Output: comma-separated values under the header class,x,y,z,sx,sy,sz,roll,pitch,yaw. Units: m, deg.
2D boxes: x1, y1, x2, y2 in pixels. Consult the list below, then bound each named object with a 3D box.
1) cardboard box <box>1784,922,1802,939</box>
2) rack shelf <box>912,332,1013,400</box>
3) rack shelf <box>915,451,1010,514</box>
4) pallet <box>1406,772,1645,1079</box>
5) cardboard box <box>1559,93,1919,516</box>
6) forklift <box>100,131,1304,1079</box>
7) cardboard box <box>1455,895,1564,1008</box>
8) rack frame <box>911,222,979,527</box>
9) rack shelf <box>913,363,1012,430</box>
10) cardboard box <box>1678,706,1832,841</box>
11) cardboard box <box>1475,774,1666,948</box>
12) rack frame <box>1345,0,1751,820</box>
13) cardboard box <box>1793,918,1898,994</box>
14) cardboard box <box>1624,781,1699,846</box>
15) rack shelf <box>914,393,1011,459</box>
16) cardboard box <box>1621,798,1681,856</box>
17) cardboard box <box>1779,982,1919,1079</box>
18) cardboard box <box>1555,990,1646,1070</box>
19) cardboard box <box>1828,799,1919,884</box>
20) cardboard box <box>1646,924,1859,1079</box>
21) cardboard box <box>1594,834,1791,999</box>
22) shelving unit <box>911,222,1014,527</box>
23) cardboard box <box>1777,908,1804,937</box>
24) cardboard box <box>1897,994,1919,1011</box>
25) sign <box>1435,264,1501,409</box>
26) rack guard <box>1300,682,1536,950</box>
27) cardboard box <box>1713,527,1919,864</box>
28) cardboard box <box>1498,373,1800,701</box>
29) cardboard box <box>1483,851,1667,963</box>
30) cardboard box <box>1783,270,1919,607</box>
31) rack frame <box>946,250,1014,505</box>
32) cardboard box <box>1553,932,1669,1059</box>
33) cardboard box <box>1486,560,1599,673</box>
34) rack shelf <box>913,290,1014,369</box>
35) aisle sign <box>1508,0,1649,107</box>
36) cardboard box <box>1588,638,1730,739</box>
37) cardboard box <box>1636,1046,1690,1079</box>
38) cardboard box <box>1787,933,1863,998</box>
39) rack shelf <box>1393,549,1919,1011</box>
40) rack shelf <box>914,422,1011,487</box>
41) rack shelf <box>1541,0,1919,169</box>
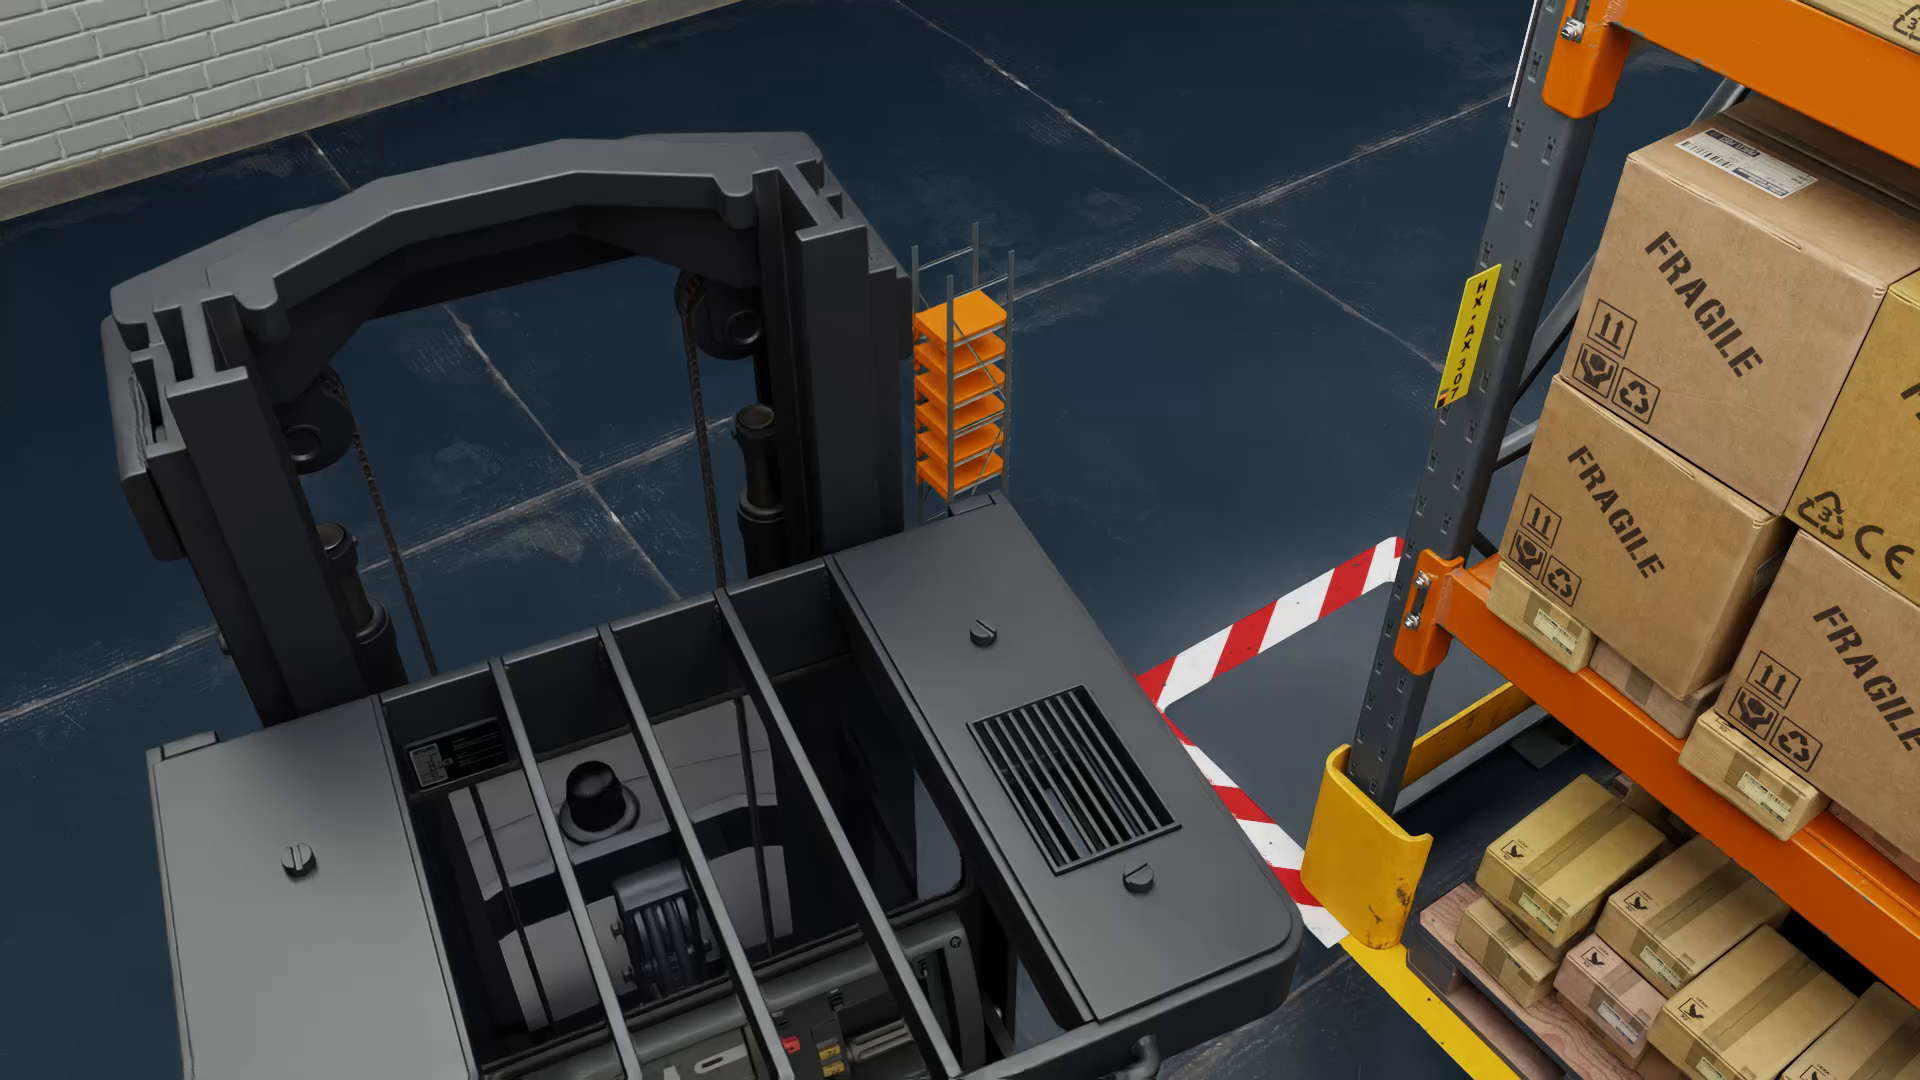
class,x,y,z,sx,sy,sz,roll,pitch,yaw
cardboard box,2.180,0.889,4.407,0.380,0.149,0.250,-24,49,-23
rack shelf,0.008,-0.567,5.192,0.258,0.103,0.180,-26,49,-24
rack shelf,0.008,-0.220,5.524,0.258,0.103,0.180,-26,49,-24
pallet,1.957,1.215,4.325,1.003,0.211,1.213,-26,49,-24
cardboard box,1.517,-0.458,3.045,0.500,0.500,0.500,-26,49,-25
forklift,-0.310,1.020,2.559,1.130,2.935,3.031,-17,46,-17
cardboard box,1.515,0.991,4.300,0.380,0.149,0.250,-25,49,-24
rack frame,-0.044,-0.478,5.381,0.240,1.200,0.006,-26,49,-24
rack shelf,0.008,-0.480,5.275,0.258,0.103,0.180,-26,49,-24
cardboard box,1.684,0.394,3.347,0.380,0.149,0.250,-27,50,-26
cardboard box,1.499,0.784,4.086,0.380,0.149,0.250,-28,50,-26
rack frame,1.478,-0.311,3.904,1.000,3.000,0.127,-26,49,-24
cardboard box,2.313,0.940,4.138,0.380,0.149,0.250,-28,50,-26
cardboard box,2.014,0.647,4.445,0.380,0.149,0.250,-27,50,-25
rack shelf,0.008,-0.394,5.358,0.258,0.103,0.180,-26,49,-24
cardboard box,1.950,0.784,4.517,0.380,0.149,0.250,-25,49,-24
cardboard box,2.004,1.193,3.657,0.380,0.149,0.250,-28,50,-26
cardboard box,1.732,1.107,4.178,0.380,0.149,0.250,-26,49,-25
cardboard box,1.945,0.487,3.250,0.380,0.149,0.250,-23,48,-23
cardboard box,1.794,1.086,3.770,0.380,0.149,0.250,-26,49,-25
cardboard box,1.755,0.892,3.973,0.380,0.149,0.250,-25,49,-24
shelving unit,0.008,-0.426,5.327,0.258,1.200,0.189,-26,49,-24
cardboard box,2.119,0.816,4.268,0.380,0.149,0.250,-27,50,-25
cardboard box,2.382,1.133,3.936,0.380,0.149,0.250,-26,50,-25
sign,1.033,-0.410,3.380,0.100,0.325,0.005,-26,49,-24
rack guard,1.521,0.636,4.722,1.175,0.500,0.348,-26,49,-24
cardboard box,1.835,0.201,3.079,0.500,0.500,0.500,-26,49,-24
cardboard box,1.508,-0.092,3.386,0.500,0.500,0.500,-23,48,-23
cardboard box,1.567,0.859,4.223,0.380,0.149,0.250,-24,49,-23
cardboard box,1.811,-0.174,2.748,0.500,0.500,0.500,-24,49,-23
rack frame,0.061,-0.374,5.273,0.240,1.200,0.006,-26,49,-24
cardboard box,1.677,1.036,4.038,0.380,0.149,0.250,-26,49,-25
cardboard box,1.394,0.093,3.663,0.380,0.149,0.250,-26,49,-25
rack shelf,0.008,-0.654,5.109,0.258,0.103,0.180,-26,49,-24
aisle sign,1.190,-1.174,2.925,0.394,0.787,0.004,-26,49,-24
cardboard box,1.574,0.220,3.529,0.380,0.149,0.250,-24,49,-23
cardboard box,1.880,1.245,4.034,0.380,0.149,0.250,-25,49,-24
cardboard box,2.261,1.073,4.214,0.380,0.149,0.250,-26,49,-25
rack shelf,2.622,1.082,2.966,1.077,0.370,4.000,-26,49,-24
rack shelf,0.008,-0.307,5.441,0.258,0.103,0.180,-26,49,-24
rack shelf,2.622,-0.003,1.930,1.077,0.370,4.000,-26,49,-24
